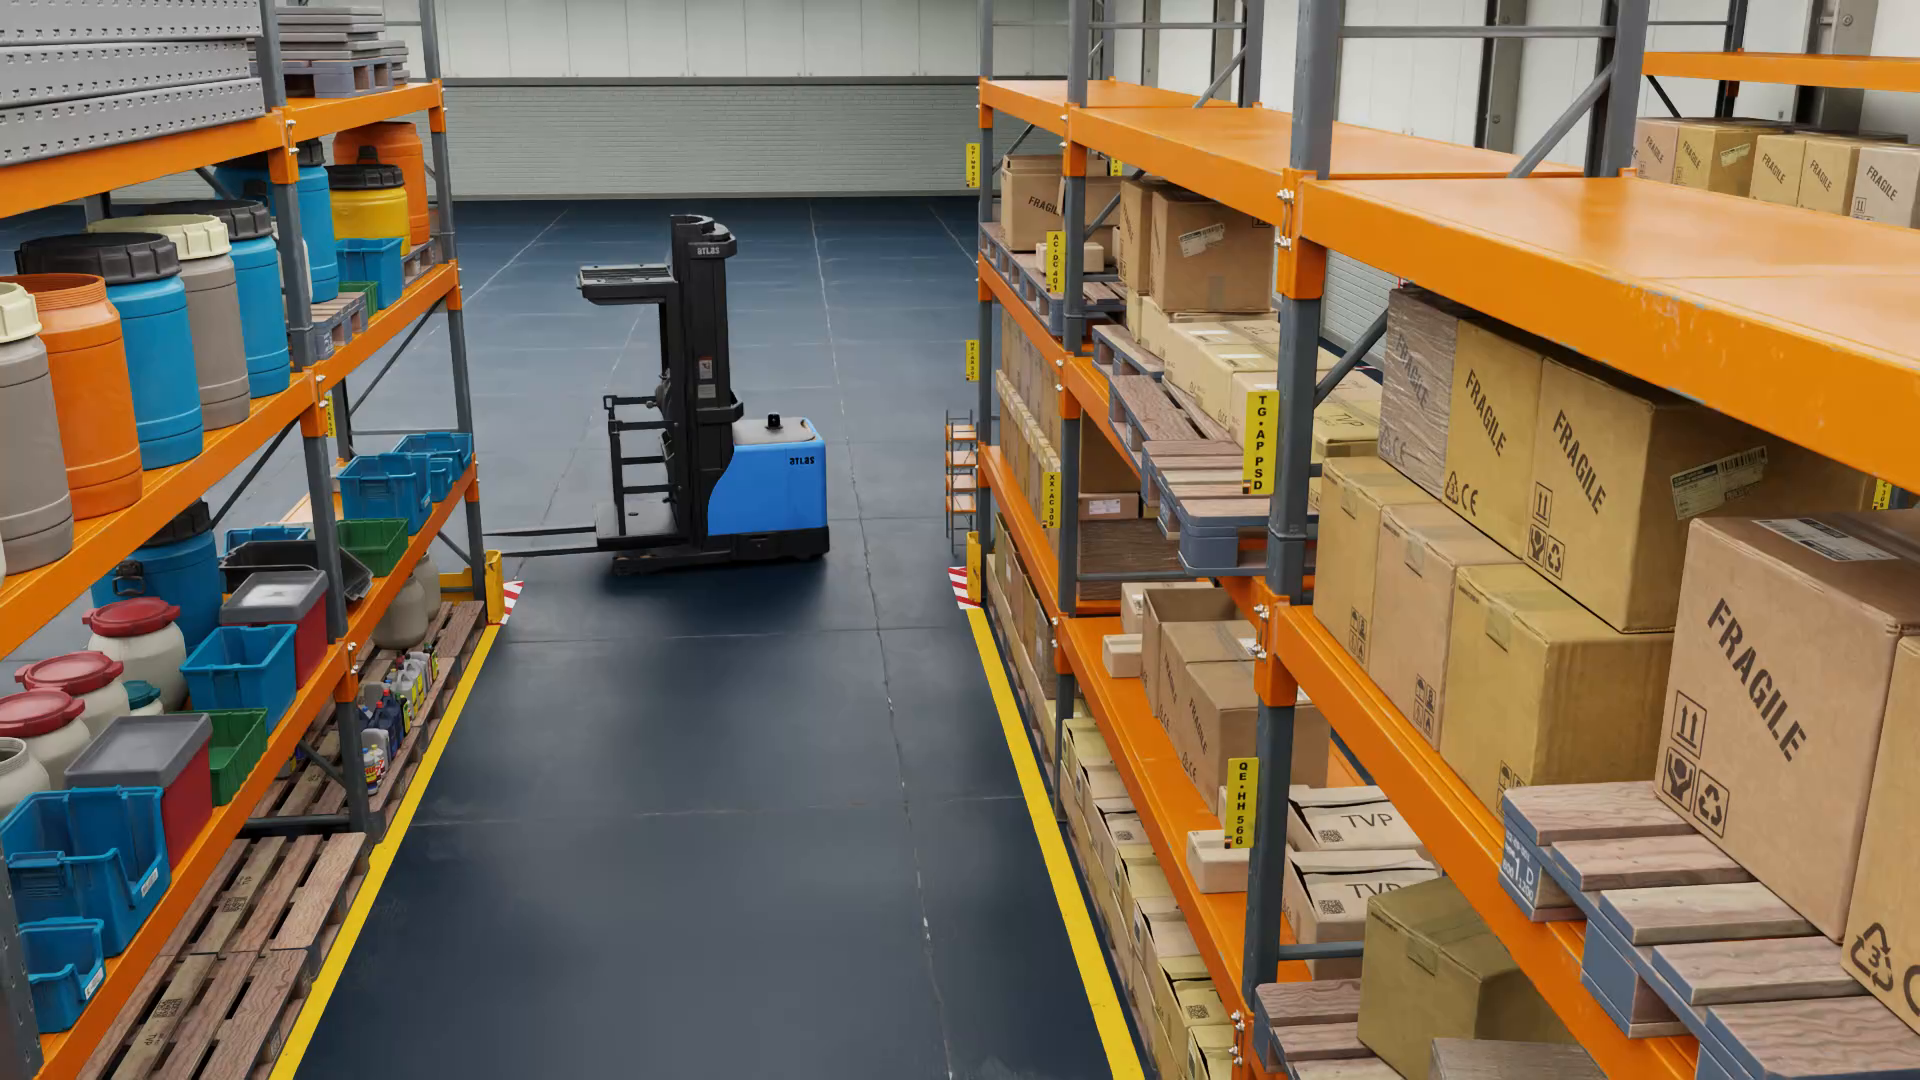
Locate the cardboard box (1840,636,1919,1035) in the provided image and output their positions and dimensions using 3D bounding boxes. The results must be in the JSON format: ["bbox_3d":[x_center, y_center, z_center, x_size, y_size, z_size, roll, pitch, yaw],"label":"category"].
[{"bbox_3d":[1.820,0.516,2.482,0.600,0.600,0.600,-2,18,-6],"label":"cardboard box"}]

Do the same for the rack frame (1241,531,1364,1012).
[{"bbox_3d":[1.477,1.402,5.703,1.000,3.000,0.127,-2,18,-6],"label":"rack frame"}]

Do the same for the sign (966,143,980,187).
[{"bbox_3d":[0.099,-2.852,12.654,0.100,0.325,0.005,-2,18,-6],"label":"sign"}]

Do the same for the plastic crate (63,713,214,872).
[{"bbox_3d":[-3.312,1.033,6.773,0.402,0.464,0.583,-2,18,-6],"label":"plastic crate"}]

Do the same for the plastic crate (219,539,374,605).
[{"bbox_3d":[-3.790,0.232,9.533,0.767,0.338,0.504,-2,18,-6],"label":"plastic crate"}]

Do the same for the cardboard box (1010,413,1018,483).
[{"bbox_3d":[0.747,-0.733,12.337,0.700,0.500,0.500,-1,17,-4],"label":"cardboard box"}]

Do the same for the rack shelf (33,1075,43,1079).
[{"bbox_3d":[-3.244,2.493,3.429,1.077,0.370,4.000,-2,18,-6],"label":"rack shelf"}]

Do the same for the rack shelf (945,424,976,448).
[{"bbox_3d":[0.017,-0.898,14.723,0.258,0.148,0.480,-2,18,-6],"label":"rack shelf"}]

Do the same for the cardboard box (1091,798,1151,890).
[{"bbox_3d":[0.961,1.489,8.380,0.500,0.311,0.500,-2,18,-7],"label":"cardboard box"}]

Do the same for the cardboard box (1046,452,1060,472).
[{"bbox_3d":[0.742,-0.451,10.356,0.380,0.149,0.250,-2,18,-6],"label":"cardboard box"}]

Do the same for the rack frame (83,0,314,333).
[{"bbox_3d":[-3.863,-2.500,8.116,1.000,3.000,0.127,-2,18,-6],"label":"rack frame"}]

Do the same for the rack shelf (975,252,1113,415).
[{"bbox_3d":[0.858,-1.473,11.055,1.077,0.370,4.000,-2,18,-6],"label":"rack shelf"}]

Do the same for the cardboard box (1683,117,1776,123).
[{"bbox_3d":[5.884,-2.980,12.785,0.500,0.500,0.500,-1,17,-3],"label":"cardboard box"}]

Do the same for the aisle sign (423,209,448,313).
[{"bbox_3d":[-3.987,-2.100,12.519,0.394,0.787,0.004,-2,18,-6],"label":"aisle sign"}]

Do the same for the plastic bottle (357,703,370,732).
[{"bbox_3d":[-3.677,1.168,10.138,0.144,0.351,0.185,-2,18,-6],"label":"plastic bottle"}]

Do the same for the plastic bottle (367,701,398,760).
[{"bbox_3d":[-3.533,1.163,10.152,0.144,0.351,0.185,-1,17,-4],"label":"plastic bottle"}]

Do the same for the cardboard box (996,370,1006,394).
[{"bbox_3d":[0.478,-1.215,12.789,0.380,0.149,0.250,-2,18,-6],"label":"cardboard box"}]

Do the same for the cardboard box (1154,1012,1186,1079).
[{"bbox_3d":[1.124,2.211,7.016,0.500,0.250,0.500,-2,18,-6],"label":"cardboard box"}]

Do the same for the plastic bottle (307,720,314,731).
[{"bbox_3d":[-4.176,1.060,10.593,0.061,0.283,0.133,-2,18,-6],"label":"plastic bottle"}]

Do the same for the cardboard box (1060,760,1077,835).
[{"bbox_3d":[0.860,1.450,9.440,0.500,0.250,0.500,-2,18,-7],"label":"cardboard box"}]

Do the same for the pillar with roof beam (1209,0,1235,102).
[{"bbox_3d":[0.373,-9.046,28.966,9.100,9.000,0.400,-2,18,-6],"label":"pillar with roof beam"}]

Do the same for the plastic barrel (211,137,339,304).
[{"bbox_3d":[-3.859,-1.808,9.383,0.600,0.901,0.708,-2,18,-6],"label":"plastic barrel"}]

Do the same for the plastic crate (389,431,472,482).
[{"bbox_3d":[-3.926,-0.618,12.387,0.499,0.251,0.616,-2,18,-6],"label":"plastic crate"}]

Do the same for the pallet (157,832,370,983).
[{"bbox_3d":[-3.743,1.926,8.691,1.003,0.211,1.213,-2,18,-6],"label":"pallet"}]

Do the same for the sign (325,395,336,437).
[{"bbox_3d":[-4.823,-0.946,12.719,0.100,0.325,0.005,-2,18,-6],"label":"sign"}]

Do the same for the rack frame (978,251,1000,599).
[{"bbox_3d":[0.652,-0.981,13.295,1.000,3.000,0.127,-2,18,-6],"label":"rack frame"}]

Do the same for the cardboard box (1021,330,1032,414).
[{"bbox_3d":[0.805,-1.186,11.614,0.700,0.500,0.500,-2,18,-5],"label":"cardboard box"}]

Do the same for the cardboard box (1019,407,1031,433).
[{"bbox_3d":[0.613,-0.831,11.567,0.380,0.149,0.250,-2,18,-6],"label":"cardboard box"}]

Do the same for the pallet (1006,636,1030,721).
[{"bbox_3d":[0.895,0.938,11.836,1.003,0.211,1.213,-2,18,-6],"label":"pallet"}]

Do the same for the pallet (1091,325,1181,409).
[{"bbox_3d":[1.169,-0.867,8.242,0.805,0.209,1.217,-2,18,-8],"label":"pallet"}]

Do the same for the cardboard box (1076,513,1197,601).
[{"bbox_3d":[1.013,0.031,9.904,0.700,0.500,0.500,-2,18,-7],"label":"cardboard box"}]

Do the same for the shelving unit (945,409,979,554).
[{"bbox_3d":[0.017,-0.523,14.840,0.258,1.200,0.503,-2,18,-6],"label":"shelving unit"}]

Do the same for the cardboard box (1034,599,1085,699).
[{"bbox_3d":[0.760,0.684,10.629,0.500,0.500,0.500,-2,18,-6],"label":"cardboard box"}]

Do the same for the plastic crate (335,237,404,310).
[{"bbox_3d":[-3.779,-1.694,10.584,0.392,0.384,0.575,-2,18,-6],"label":"plastic crate"}]

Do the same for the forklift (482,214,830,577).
[{"bbox_3d":[-2.723,-1.260,14.297,3.031,2.935,1.130,-4,18,-13],"label":"forklift"}]

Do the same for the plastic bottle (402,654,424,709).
[{"bbox_3d":[-3.616,0.925,10.912,0.144,0.351,0.185,-1,17,-3],"label":"plastic bottle"}]

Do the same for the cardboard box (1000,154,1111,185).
[{"bbox_3d":[0.707,-2.557,12.200,0.797,0.503,0.637,-1,17,-2],"label":"cardboard box"}]

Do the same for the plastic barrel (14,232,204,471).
[{"bbox_3d":[-3.459,-0.773,6.788,0.600,0.901,0.708,-2,18,-6],"label":"plastic barrel"}]

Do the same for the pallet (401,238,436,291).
[{"bbox_3d":[-4.287,-1.921,11.595,1.003,0.211,1.213,-2,18,-6],"label":"pallet"}]

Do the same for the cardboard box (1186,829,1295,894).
[{"bbox_3d":[1.110,1.263,6.567,0.380,0.149,0.250,-2,18,-6],"label":"cardboard box"}]

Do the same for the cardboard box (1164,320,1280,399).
[{"bbox_3d":[1.201,-0.778,7.188,0.500,0.250,0.500,-3,18,-10],"label":"cardboard box"}]

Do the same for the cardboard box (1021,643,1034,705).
[{"bbox_3d":[0.692,0.893,11.215,0.500,0.250,0.500,-2,18,-6],"label":"cardboard box"}]

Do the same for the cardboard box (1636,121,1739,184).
[{"bbox_3d":[5.379,-2.827,12.298,0.500,0.500,0.500,-2,18,-6],"label":"cardboard box"}]

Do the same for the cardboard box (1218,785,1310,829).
[{"bbox_3d":[1.290,1.144,6.945,0.380,0.149,0.250,0,17,-2],"label":"cardboard box"}]

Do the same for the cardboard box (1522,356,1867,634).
[{"bbox_3d":[1.621,-0.120,3.706,0.500,0.500,0.500,-2,18,-6],"label":"cardboard box"}]

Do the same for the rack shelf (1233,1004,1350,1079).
[{"bbox_3d":[1.684,2.341,3.912,1.077,0.370,4.000,-2,18,-6],"label":"rack shelf"}]

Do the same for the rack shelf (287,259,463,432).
[{"bbox_3d":[-4.069,-1.321,10.571,1.077,0.370,4.000,-2,18,-6],"label":"rack shelf"}]

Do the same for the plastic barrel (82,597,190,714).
[{"bbox_3d":[-3.982,0.589,8.065,0.433,0.535,0.433,0,17,0],"label":"plastic barrel"}]
